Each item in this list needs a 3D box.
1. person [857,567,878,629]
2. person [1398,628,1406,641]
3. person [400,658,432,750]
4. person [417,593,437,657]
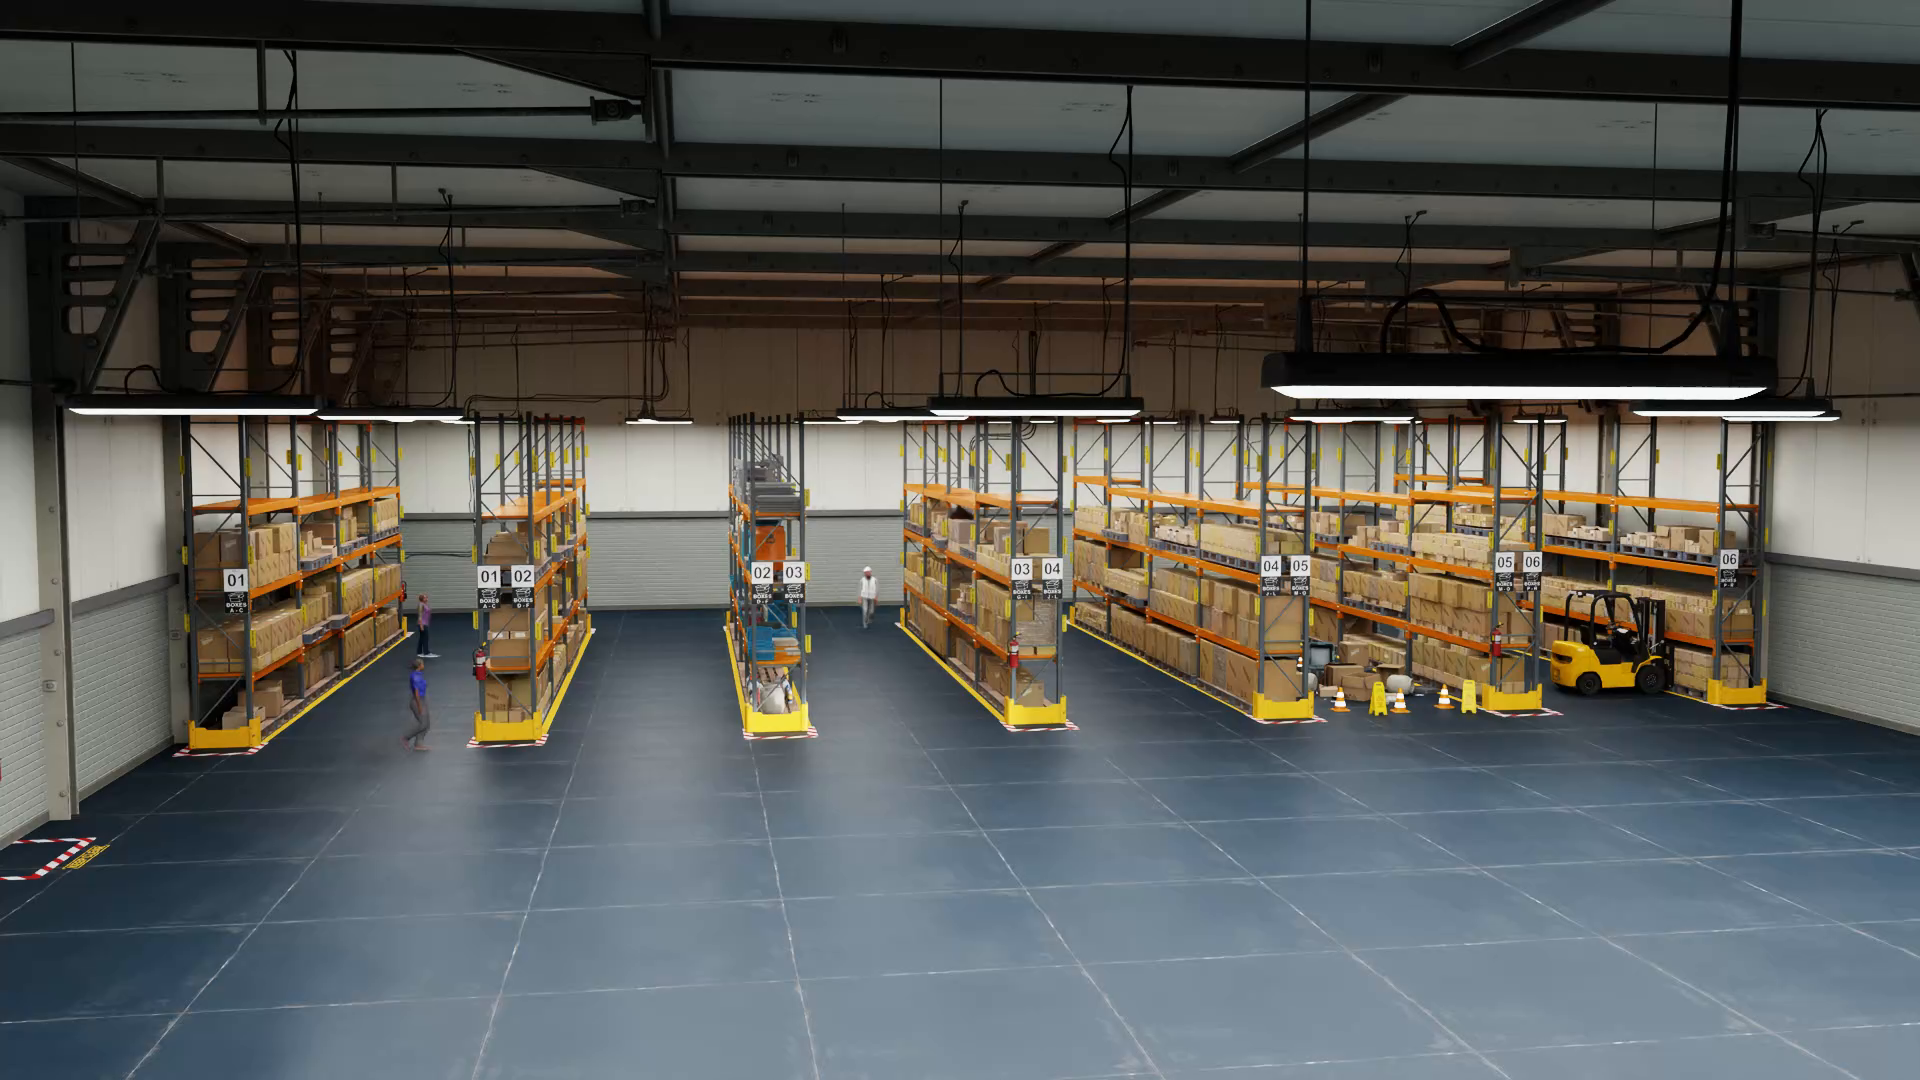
[{"bbox_3d":[-2.623,1.629,47.373,0.601,1.744,0.699,0,4,-5],"label":"person"},{"bbox_3d":[11.642,1.918,43.775,0.418,1.675,0.479,1,4,14],"label":"person"},{"bbox_3d":[-9.572,2.892,29.237,0.496,1.639,0.467,-1,4,-9],"label":"person"},{"bbox_3d":[-13.254,2.118,41.311,0.490,1.599,0.432,-1,4,-10],"label":"person"}]
